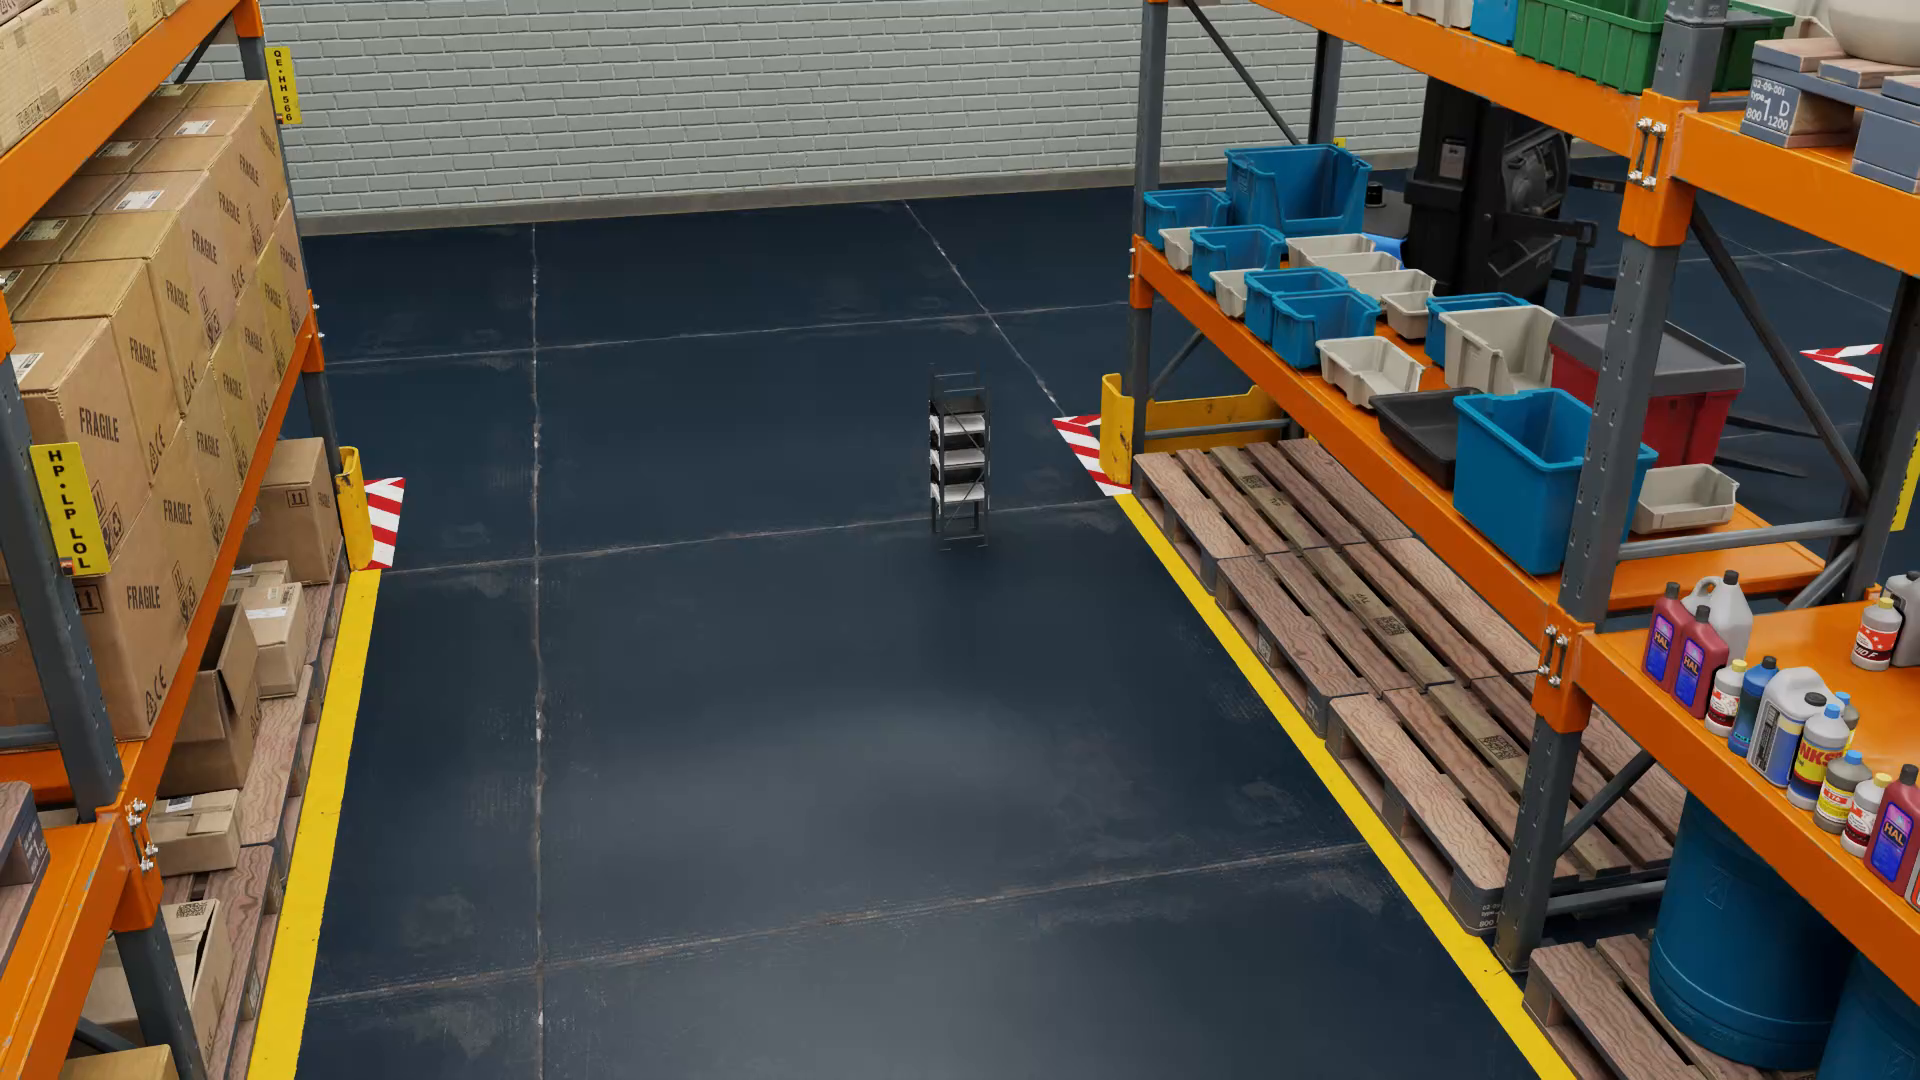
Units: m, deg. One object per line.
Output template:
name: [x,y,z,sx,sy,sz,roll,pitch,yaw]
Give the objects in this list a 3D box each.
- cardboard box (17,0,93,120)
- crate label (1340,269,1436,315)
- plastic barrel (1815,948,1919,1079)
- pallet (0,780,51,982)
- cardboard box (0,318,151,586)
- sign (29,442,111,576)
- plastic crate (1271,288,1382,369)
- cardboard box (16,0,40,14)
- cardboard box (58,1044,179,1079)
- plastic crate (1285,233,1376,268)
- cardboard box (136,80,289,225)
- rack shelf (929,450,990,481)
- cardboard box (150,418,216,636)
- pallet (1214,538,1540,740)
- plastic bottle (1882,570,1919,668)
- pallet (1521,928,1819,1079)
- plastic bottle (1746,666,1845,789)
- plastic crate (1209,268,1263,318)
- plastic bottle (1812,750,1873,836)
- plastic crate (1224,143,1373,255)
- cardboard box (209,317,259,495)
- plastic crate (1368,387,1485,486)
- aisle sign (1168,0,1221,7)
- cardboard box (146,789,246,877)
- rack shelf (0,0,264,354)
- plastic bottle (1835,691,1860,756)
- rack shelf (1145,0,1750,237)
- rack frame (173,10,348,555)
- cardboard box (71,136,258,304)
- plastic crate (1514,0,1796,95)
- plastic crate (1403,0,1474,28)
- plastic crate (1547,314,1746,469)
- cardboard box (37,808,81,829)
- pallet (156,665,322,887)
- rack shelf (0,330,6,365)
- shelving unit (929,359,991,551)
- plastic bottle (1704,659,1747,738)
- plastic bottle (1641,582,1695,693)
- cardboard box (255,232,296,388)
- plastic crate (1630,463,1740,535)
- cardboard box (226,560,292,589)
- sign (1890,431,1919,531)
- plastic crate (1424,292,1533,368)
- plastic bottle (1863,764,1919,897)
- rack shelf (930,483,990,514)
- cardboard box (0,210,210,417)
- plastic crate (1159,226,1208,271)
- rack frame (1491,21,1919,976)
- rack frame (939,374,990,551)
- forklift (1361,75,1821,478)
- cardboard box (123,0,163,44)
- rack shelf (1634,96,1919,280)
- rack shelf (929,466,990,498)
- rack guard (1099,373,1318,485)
cardboard box: [-2.532,-1.223,4.181,0.500,0.250,0.500,-6,27,-12]
crate label: [1.868,-1.071,7.268,0.396,0.136,0.243,-6,27,-12]
plastic barrel: [2.537,1.307,4.194,0.600,0.901,0.708,-6,27,-12]
pallet: [-2.481,0.955,3.241,1.003,0.211,1.213,-6,27,-12]
cardboard box: [-2.387,-0.219,4.134,0.500,0.500,0.500,-5,27,-10]
sign: [-2.015,-0.067,3.769,0.100,0.325,0.005,-6,27,-12]
plastic crate: [1.469,-0.850,6.724,0.416,0.233,0.300,-6,27,-12]
cardboard box: [-2.537,-1.446,4.068,0.500,0.250,0.500,-6,27,-12]
cardboard box: [-2.165,1.615,4.008,0.500,0.500,0.500,-6,27,-12]
plastic crate: [1.730,-1.319,7.761,0.396,0.136,0.243,-6,27,-12]
cardboard box: [-3.088,-1.572,6.815,0.500,0.500,0.500,-6,27,-12]
rack shelf: [-0.002,-0.376,8.069,0.258,0.077,0.200,-6,27,-12]
cardboard box: [-2.523,-0.013,4.835,0.500,0.500,0.500,-5,27,-11]
pallet: [1.790,0.396,7.232,1.003,0.211,1.213,-6,27,-12]
plastic bottle: [2.675,0.202,4.659,0.152,0.276,0.135,-6,27,-12]
pallet: [2.405,1.594,4.857,1.003,0.211,1.213,-6,27,-12]
plastic bottle: [2.087,0.464,4.139,0.152,0.276,0.135,-6,27,-12]
plastic crate: [1.250,-1.070,7.267,0.250,0.136,0.298,-6,27,-12]
plastic bottle: [2.109,0.594,3.965,0.097,0.201,0.097,0,27,0]
plastic crate: [1.628,-1.664,8.112,0.616,0.435,0.499,-6,27,-12]
cardboard box: [-2.750,-0.456,5.713,0.500,0.500,0.500,-6,27,-12]
plastic crate: [1.758,-0.362,5.876,0.437,0.125,0.590,-6,27,-12]
aisle sign: [1.065,-2.912,7.805,0.394,0.787,0.004,-6,27,-12]
cardboard box: [-2.644,0.991,5.613,0.380,0.166,0.250,-6,27,-12]
rack shelf: [-3.006,-1.388,5.141,1.077,0.370,4.000,-6,27,-12]
plastic bottle: [2.205,0.477,4.197,0.097,0.201,0.097,0,27,0]
rack shelf: [1.821,-1.890,6.134,1.077,0.370,4.000,-6,27,-12]
rack frame: [-3.457,-1.248,7.394,1.000,3.000,0.127,-6,27,-12]
cardboard box: [-2.852,-1.123,5.925,0.500,0.500,0.500,-5,27,-10]
plastic crate: [1.882,-1.393,4.588,0.450,0.188,0.662,-6,27,-12]
plastic crate: [1.614,-1.735,5.322,0.293,0.136,0.466,-6,27,-12]
plastic crate: [2.315,-0.466,5.708,0.402,0.464,0.583,-6,27,-12]
cardboard box: [-3.129,0.961,5.513,0.500,0.311,0.500,-6,27,-12]
pallet: [-2.987,0.914,6.204,1.003,0.211,1.213,-6,27,-12]
rack shelf: [-2.104,0.368,1.662,1.077,0.370,4.000,-6,27,-12]
shelving unit: [-0.002,-0.405,8.054,0.258,0.900,0.210,-6,27,-12]
plastic bottle: [2.012,0.407,4.336,0.097,0.201,0.097,0,27,0]
plastic bottle: [1.939,0.263,4.530,0.061,0.283,0.133,-6,27,-12]
cardboard box: [-2.970,-0.897,6.586,0.500,0.500,0.500,-6,27,-11]
plastic crate: [2.306,-0.122,5.388,0.396,0.136,0.243,-6,27,-12]
cardboard box: [-3.091,0.221,7.140,0.380,0.166,0.250,-6,27,-12]
sign: [2.808,-0.172,4.955,0.100,0.325,0.005,-6,27,-12]
plastic crate: [2.083,-0.826,6.677,0.416,0.233,0.300,-6,27,-12]
plastic bottle: [2.139,0.653,3.757,0.061,0.283,0.133,-6,27,-12]
rack shelf: [-0.002,-0.215,8.150,0.258,0.077,0.200,-6,27,-12]
cardboard box: [-2.619,-0.671,5.030,0.500,0.500,0.500,-7,28,-13]
plastic crate: [1.097,-1.368,7.857,0.250,0.136,0.298,-6,27,-12]
rack frame: [2.272,0.006,4.908,1.000,3.000,0.127,-6,27,-12]
rack frame: [0.021,-0.361,7.966,0.240,0.900,0.006,-6,27,-12]
forklift: [3.273,-1.963,8.887,3.031,2.935,1.130,19,33,33]
cardboard box: [-2.760,-1.662,5.051,0.500,0.250,0.500,-6,27,-12]
rack shelf: [2.722,-0.134,2.655,1.077,0.370,4.000,-6,27,-12]
rack shelf: [-0.002,-0.295,8.110,0.258,0.077,0.200,-6,27,-12]
rack guard: [1.352,-0.643,8.969,1.175,0.500,0.348,-6,27,-12]
